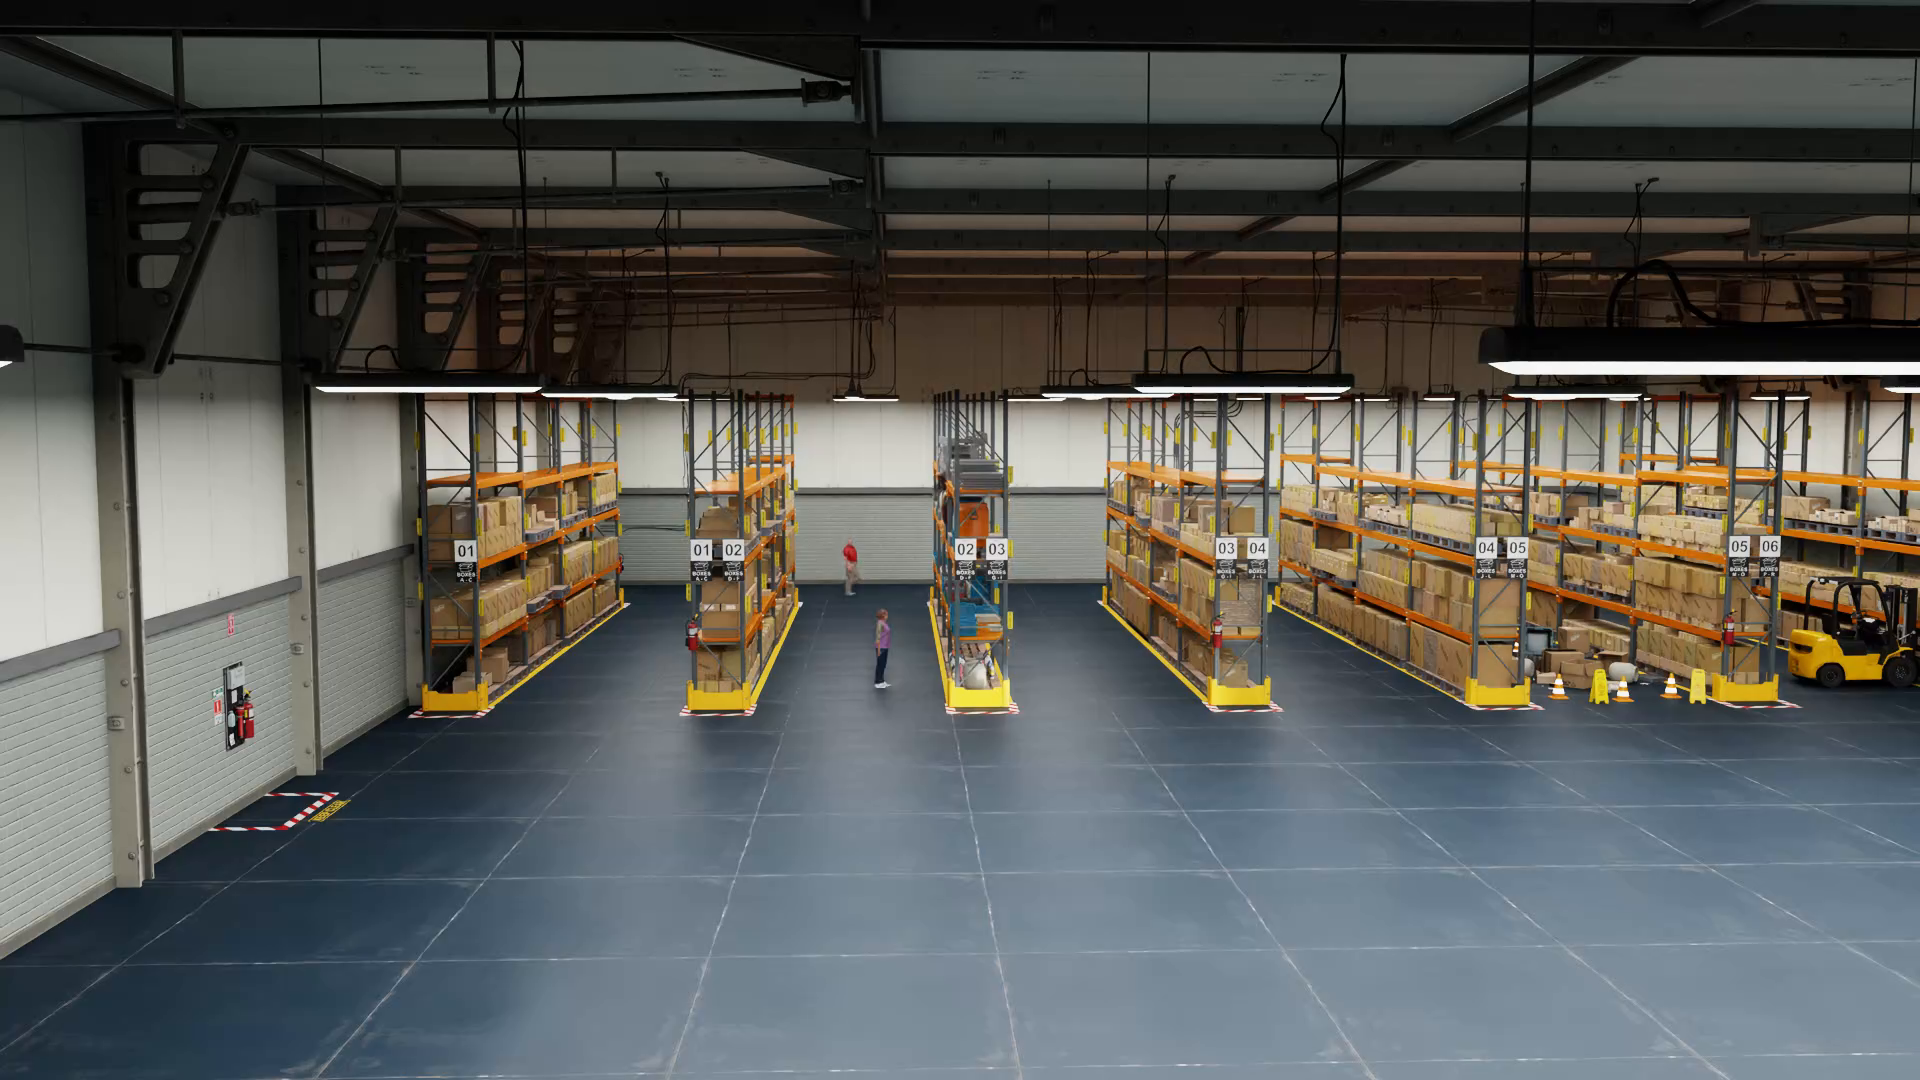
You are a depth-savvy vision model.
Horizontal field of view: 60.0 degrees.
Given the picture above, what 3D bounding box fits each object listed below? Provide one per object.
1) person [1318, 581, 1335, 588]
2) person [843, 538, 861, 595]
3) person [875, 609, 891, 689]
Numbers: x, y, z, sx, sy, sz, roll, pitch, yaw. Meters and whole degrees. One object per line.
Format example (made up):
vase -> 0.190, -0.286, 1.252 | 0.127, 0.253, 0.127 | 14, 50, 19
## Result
person -> 10.749, 0.915, 48.803 | 1.013, 1.613, 0.538 | 1, 5, 17
person -> -3.233, 0.805, 49.679 | 0.480, 1.735, 0.560 | 1, 5, 7
person -> -1.563, 2.183, 33.491 | 0.323, 1.604, 0.520 | 1, 5, 13
